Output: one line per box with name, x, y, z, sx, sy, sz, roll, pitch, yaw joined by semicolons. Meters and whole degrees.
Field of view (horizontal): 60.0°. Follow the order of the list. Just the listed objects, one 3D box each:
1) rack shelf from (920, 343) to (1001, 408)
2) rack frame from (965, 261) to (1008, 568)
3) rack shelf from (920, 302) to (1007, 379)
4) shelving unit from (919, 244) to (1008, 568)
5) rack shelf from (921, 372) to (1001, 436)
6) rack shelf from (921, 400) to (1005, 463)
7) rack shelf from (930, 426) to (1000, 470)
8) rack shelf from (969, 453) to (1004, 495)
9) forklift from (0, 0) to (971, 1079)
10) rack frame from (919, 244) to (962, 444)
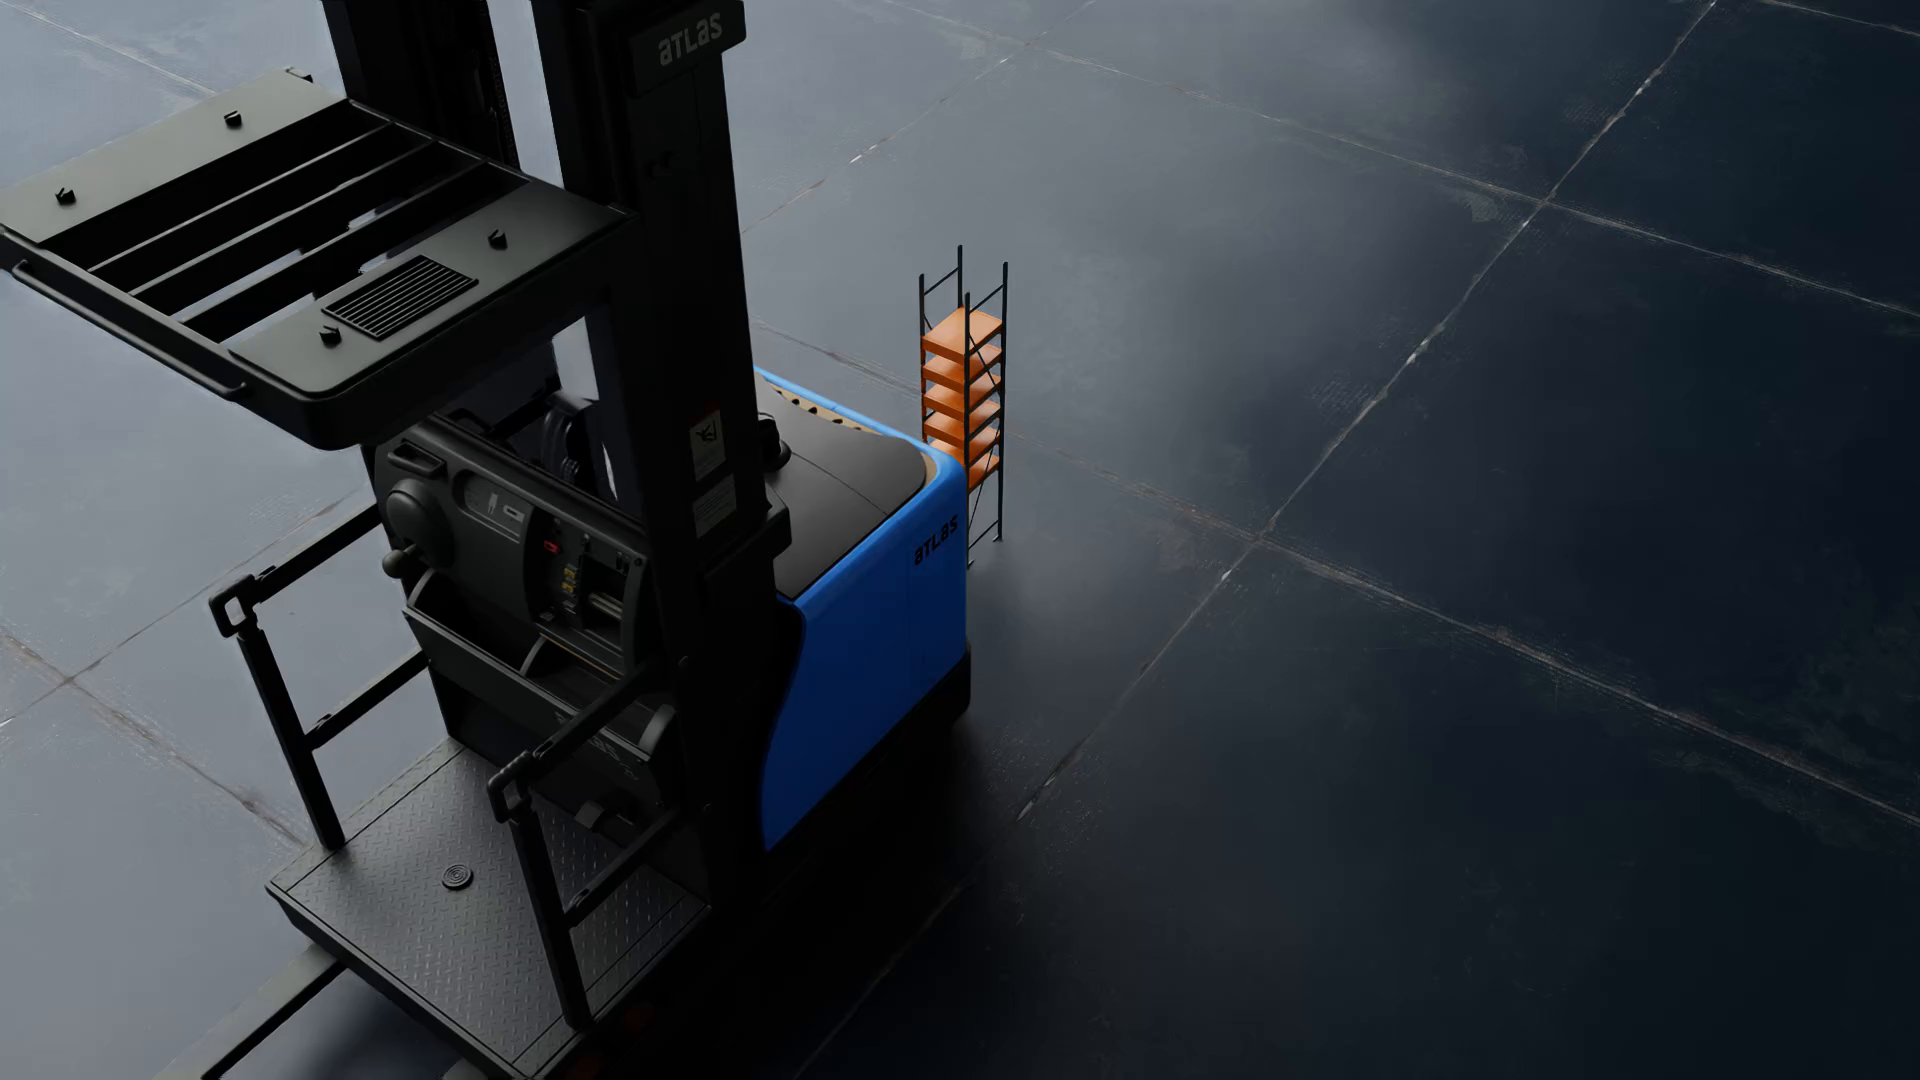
rack shelf;0.012;-0.587;5.713;0.180;0.103;0.258;25;48;25
rack frame;0.087;-0.407;5.805;0.006;1.200;0.240;25;48;25
rack shelf;0.012;-0.677;5.633;0.180;0.103;0.258;25;48;25
shelving unit;0.012;-0.442;5.844;0.189;1.200;0.258;25;48;25
rack shelf;0.012;-0.498;5.793;0.180;0.103;0.258;25;48;25
rack shelf;0.012;-0.408;5.873;0.180;0.103;0.258;25;48;25
rack shelf;0.012;-0.319;5.953;0.180;0.103;0.258;25;48;25
rack shelf;0.012;-0.230;6.033;0.180;0.103;0.258;25;48;25
forklift;-1.236;0.085;3.957;1.130;2.935;3.031;26;48;26
rack frame;-0.063;-0.477;5.883;0.006;1.200;0.240;25;48;25
